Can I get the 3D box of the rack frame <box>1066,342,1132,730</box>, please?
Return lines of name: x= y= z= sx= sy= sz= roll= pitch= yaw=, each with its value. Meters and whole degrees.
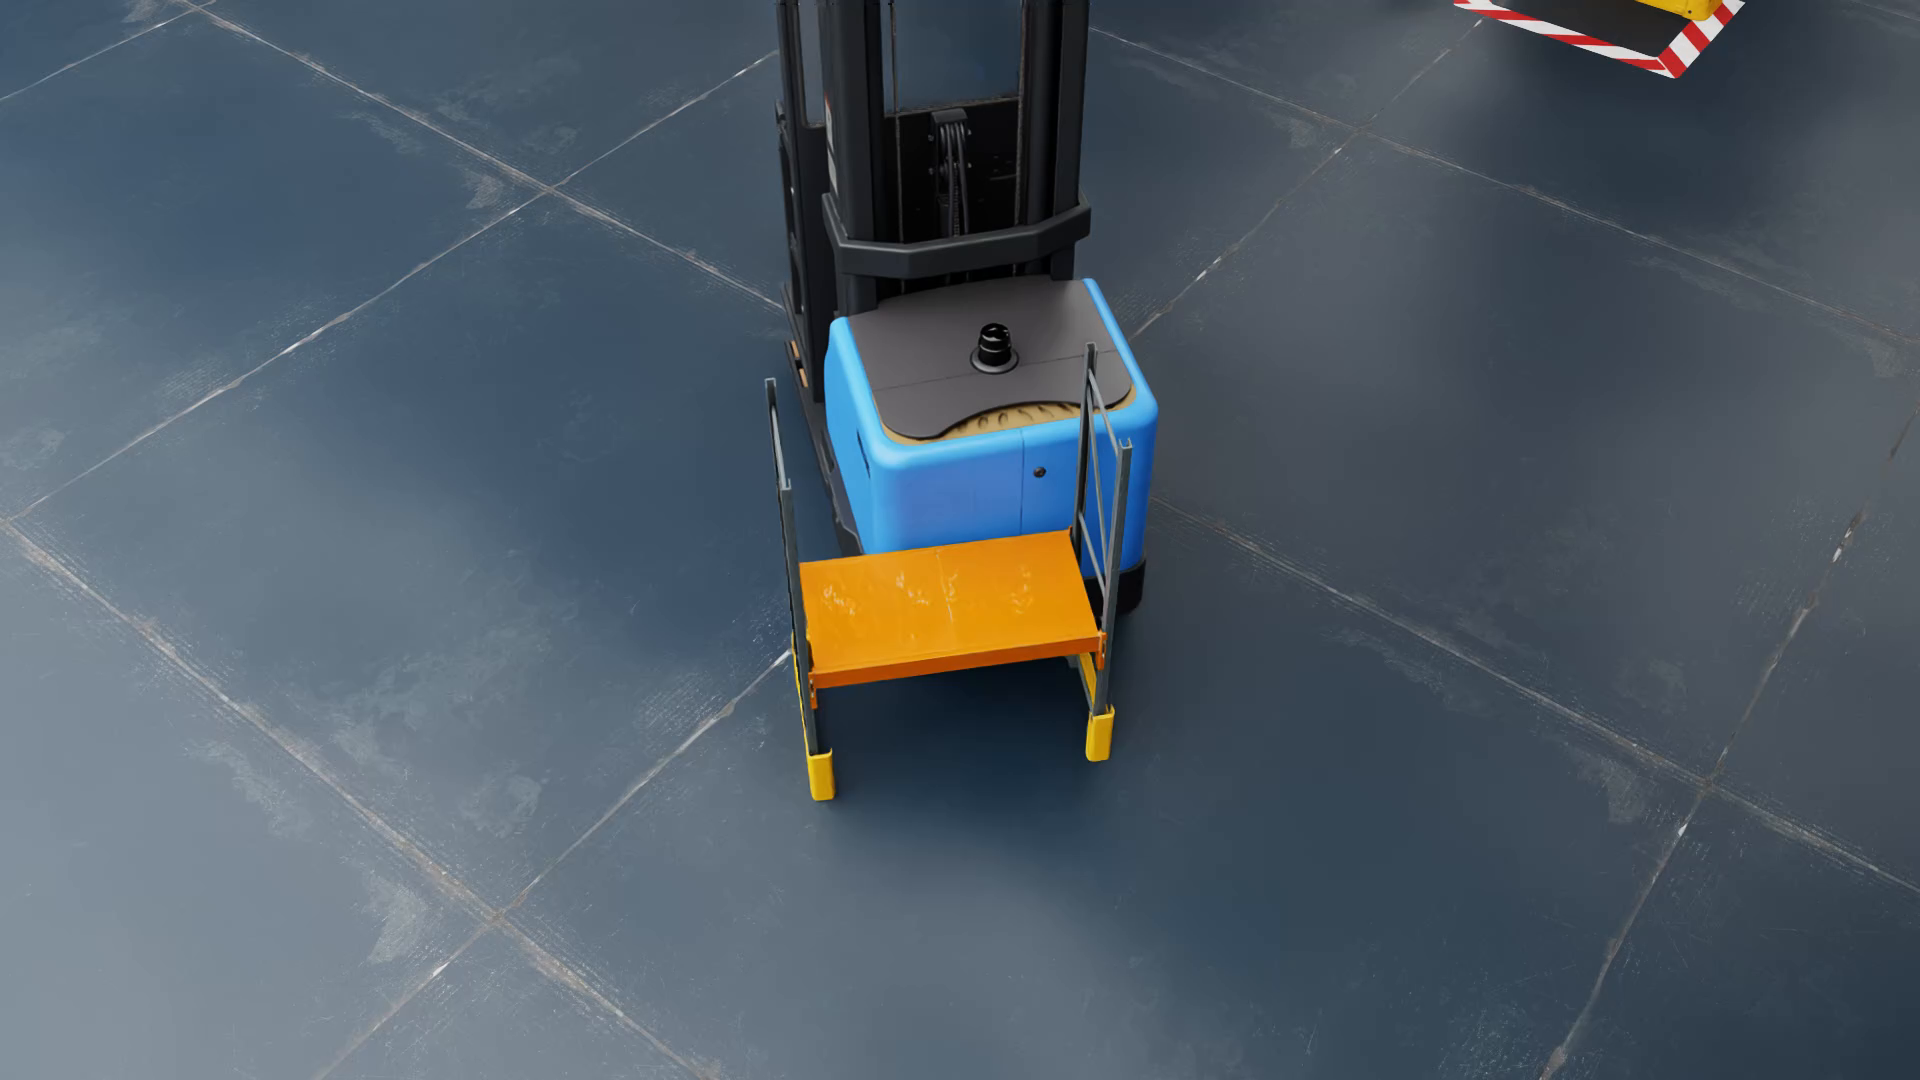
rack frame: x=0.455 y=0.068 z=5.647 sx=0.032 sy=1.500 sz=0.500 roll=-7 pitch=47 yaw=-7

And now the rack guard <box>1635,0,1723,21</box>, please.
rack guard: x=3.935 y=-3.511 z=9.758 sx=1.175 sy=0.500 sz=0.348 roll=29 pitch=53 yaw=25

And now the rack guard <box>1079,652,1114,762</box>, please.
rack guard: x=0.454 y=0.500 z=6.099 sx=0.087 sy=0.250 sz=0.587 roll=-7 pitch=47 yaw=-7

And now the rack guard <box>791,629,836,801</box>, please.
rack guard: x=-0.528 y=0.624 z=5.981 sx=0.087 sy=0.250 sz=0.587 roll=-7 pitch=47 yaw=-7

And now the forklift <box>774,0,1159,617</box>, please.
forklift: x=-0.155 y=-1.665 z=6.314 sx=1.130 sy=2.935 sz=3.031 roll=-10 pitch=47 yaw=-10

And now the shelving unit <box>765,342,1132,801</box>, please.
shelving unit: x=4.625 y=-4.737 z=10.030 sx=12.529 sy=1.800 sz=11.967 roll=-7 pitch=47 yaw=-7

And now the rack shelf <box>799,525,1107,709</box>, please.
rack shelf: x=-0.046 y=0.256 z=5.717 sx=1.000 sy=0.185 sz=0.538 roll=-7 pitch=47 yaw=-7

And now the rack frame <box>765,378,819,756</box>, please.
rack frame: x=4.625 y=-4.753 z=10.045 sx=12.521 sy=1.800 sz=11.923 roll=-7 pitch=47 yaw=-7
